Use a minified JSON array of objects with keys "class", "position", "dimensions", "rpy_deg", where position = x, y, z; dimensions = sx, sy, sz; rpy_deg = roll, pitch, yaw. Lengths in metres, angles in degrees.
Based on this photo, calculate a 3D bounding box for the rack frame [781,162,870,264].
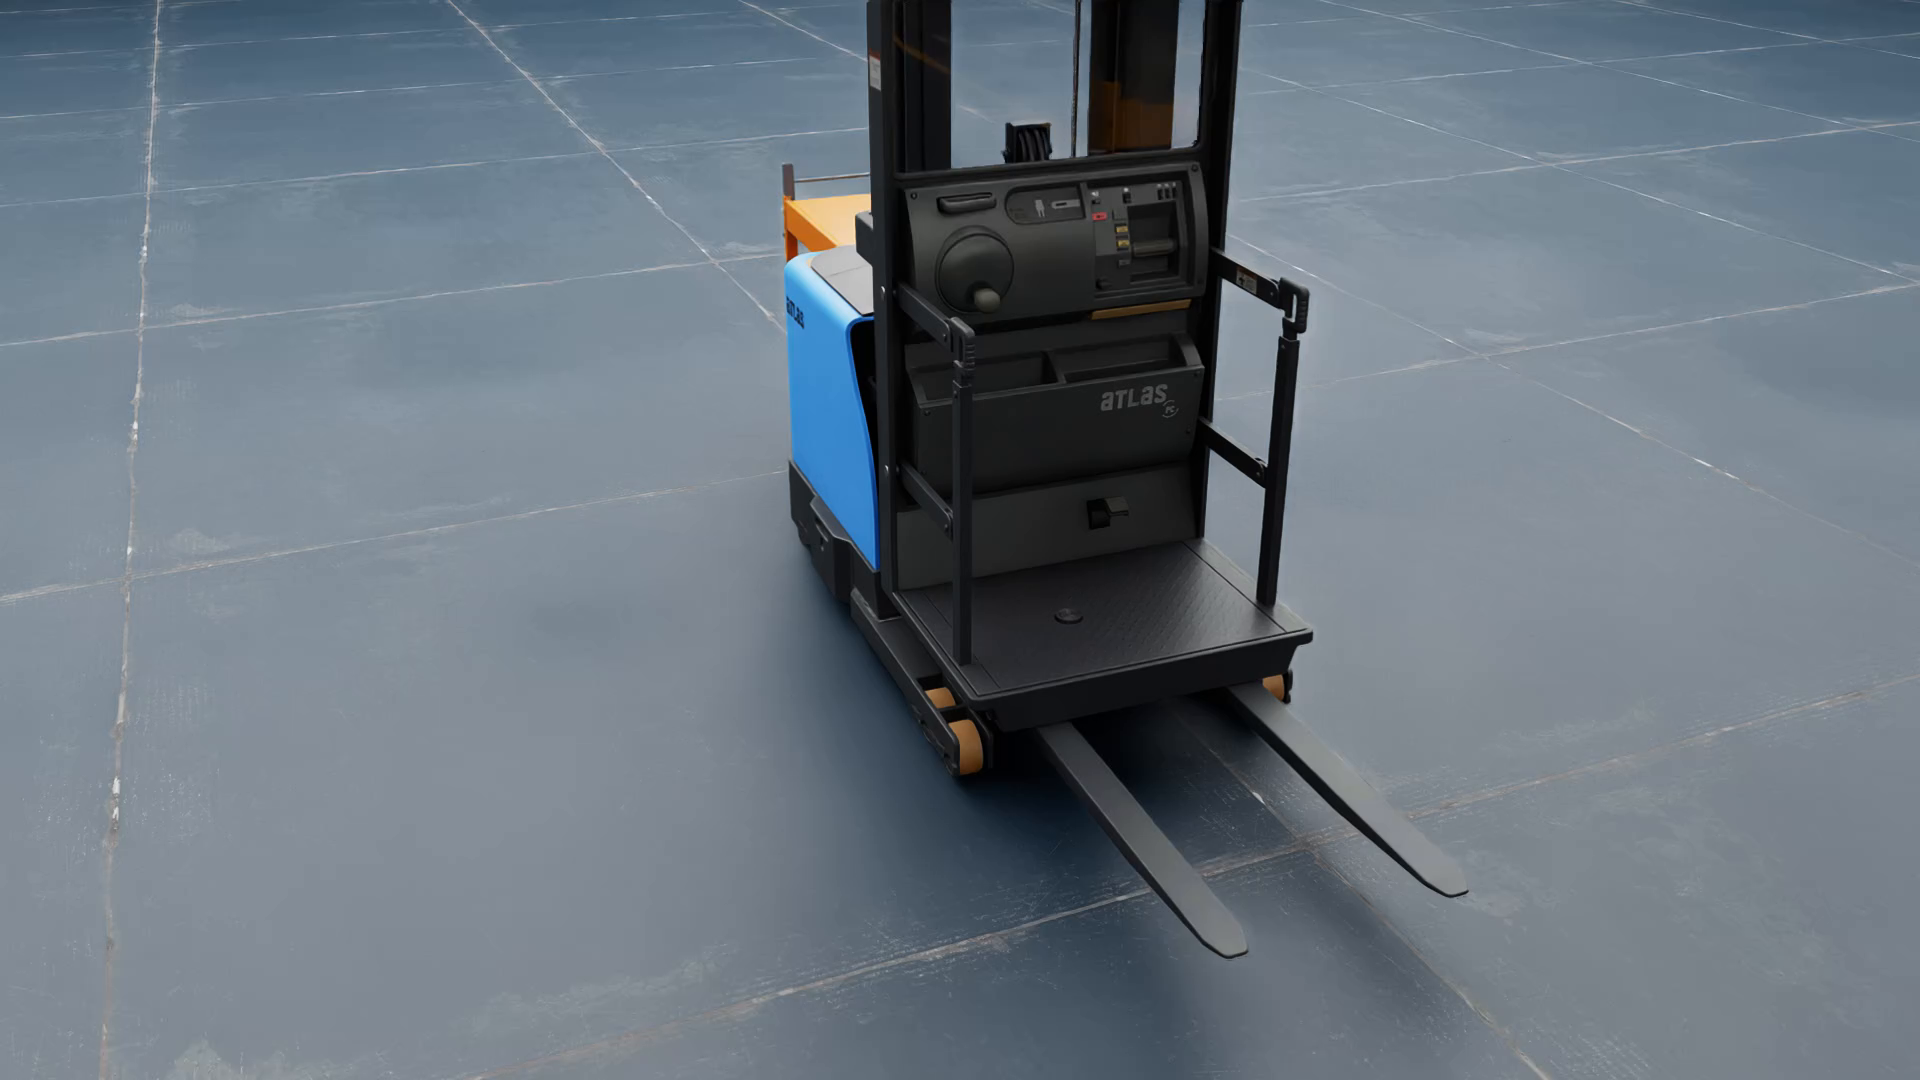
[{"class":"rack frame","position":[-0.501,-1.088,7.197],"dimensions":[0.500,1.125,0.032],"rpy_deg":[-10,28,-19]}]

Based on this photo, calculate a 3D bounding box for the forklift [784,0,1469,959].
[{"class":"forklift","position":[0.370,-0.836,4.622],"dimensions":[1.130,2.935,3.031],"rpy_deg":[-10,28,-19]}]

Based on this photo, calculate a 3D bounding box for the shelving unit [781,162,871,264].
[{"class":"shelving unit","position":[-0.317,-0.880,6.771],"dimensions":[0.538,1.125,1.048],"rpy_deg":[-10,28,-19]}]

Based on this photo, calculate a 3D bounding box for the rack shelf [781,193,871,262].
[{"class":"rack shelf","position":[-0.317,-1.143,6.643],"dimensions":[0.538,0.278,1.000],"rpy_deg":[-10,28,-19]}]
